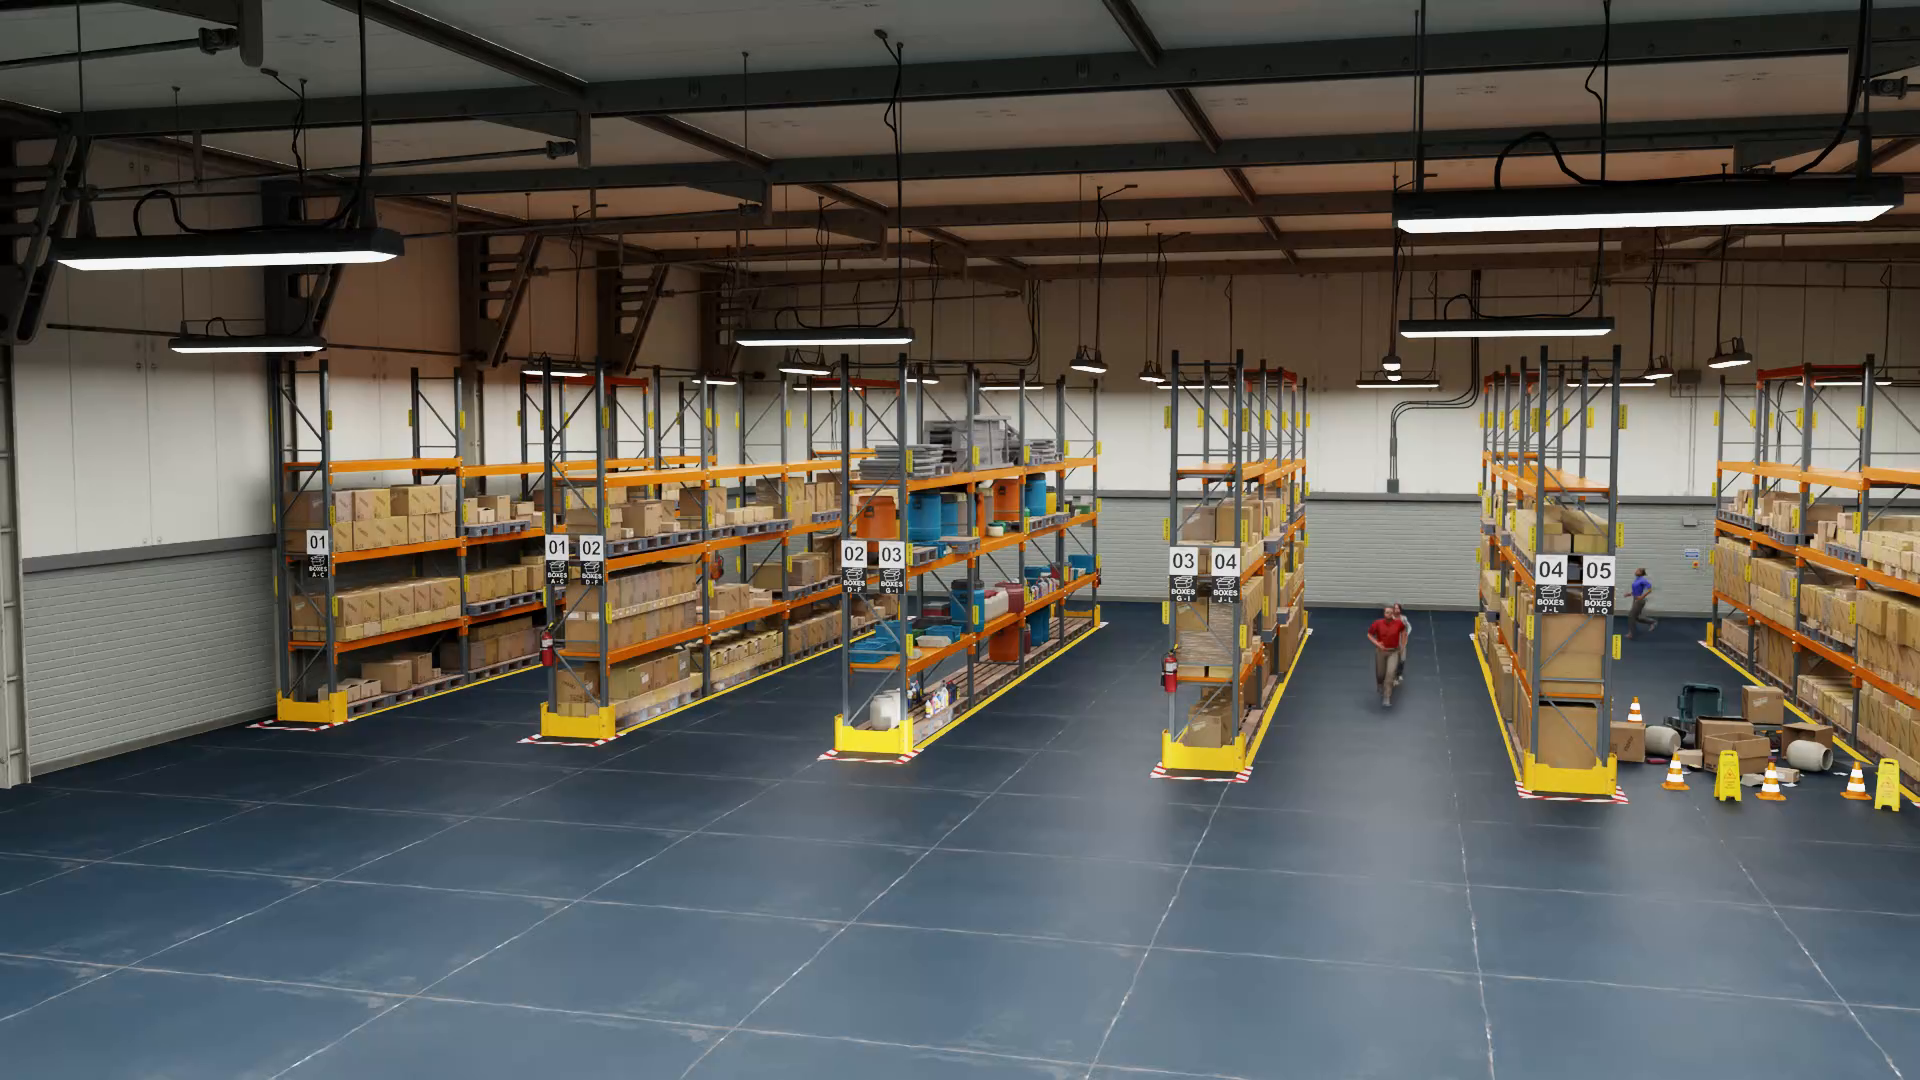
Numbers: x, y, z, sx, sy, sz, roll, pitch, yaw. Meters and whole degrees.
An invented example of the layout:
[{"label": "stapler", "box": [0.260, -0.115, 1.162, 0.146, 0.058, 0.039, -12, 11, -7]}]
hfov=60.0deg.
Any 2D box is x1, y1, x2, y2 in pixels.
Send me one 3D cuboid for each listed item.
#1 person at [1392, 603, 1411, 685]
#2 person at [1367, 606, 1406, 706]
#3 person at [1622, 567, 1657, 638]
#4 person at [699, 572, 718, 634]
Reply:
[{"label": "person", "box": [8.204, 1.967, 31.184, 0.521, 1.561, 0.555, 1, 4, 11]}, {"label": "person", "box": [7.585, 2.030, 29.564, 0.686, 1.727, 0.989, 1, 4, 8]}, {"label": "person", "box": [15.725, 1.450, 38.375, 0.791, 1.636, 0.578, 0, 4, 5]}, {"label": "person", "box": [-5.754, 1.490, 38.064, 0.535, 1.547, 0.559, 0, 4, 6]}]
